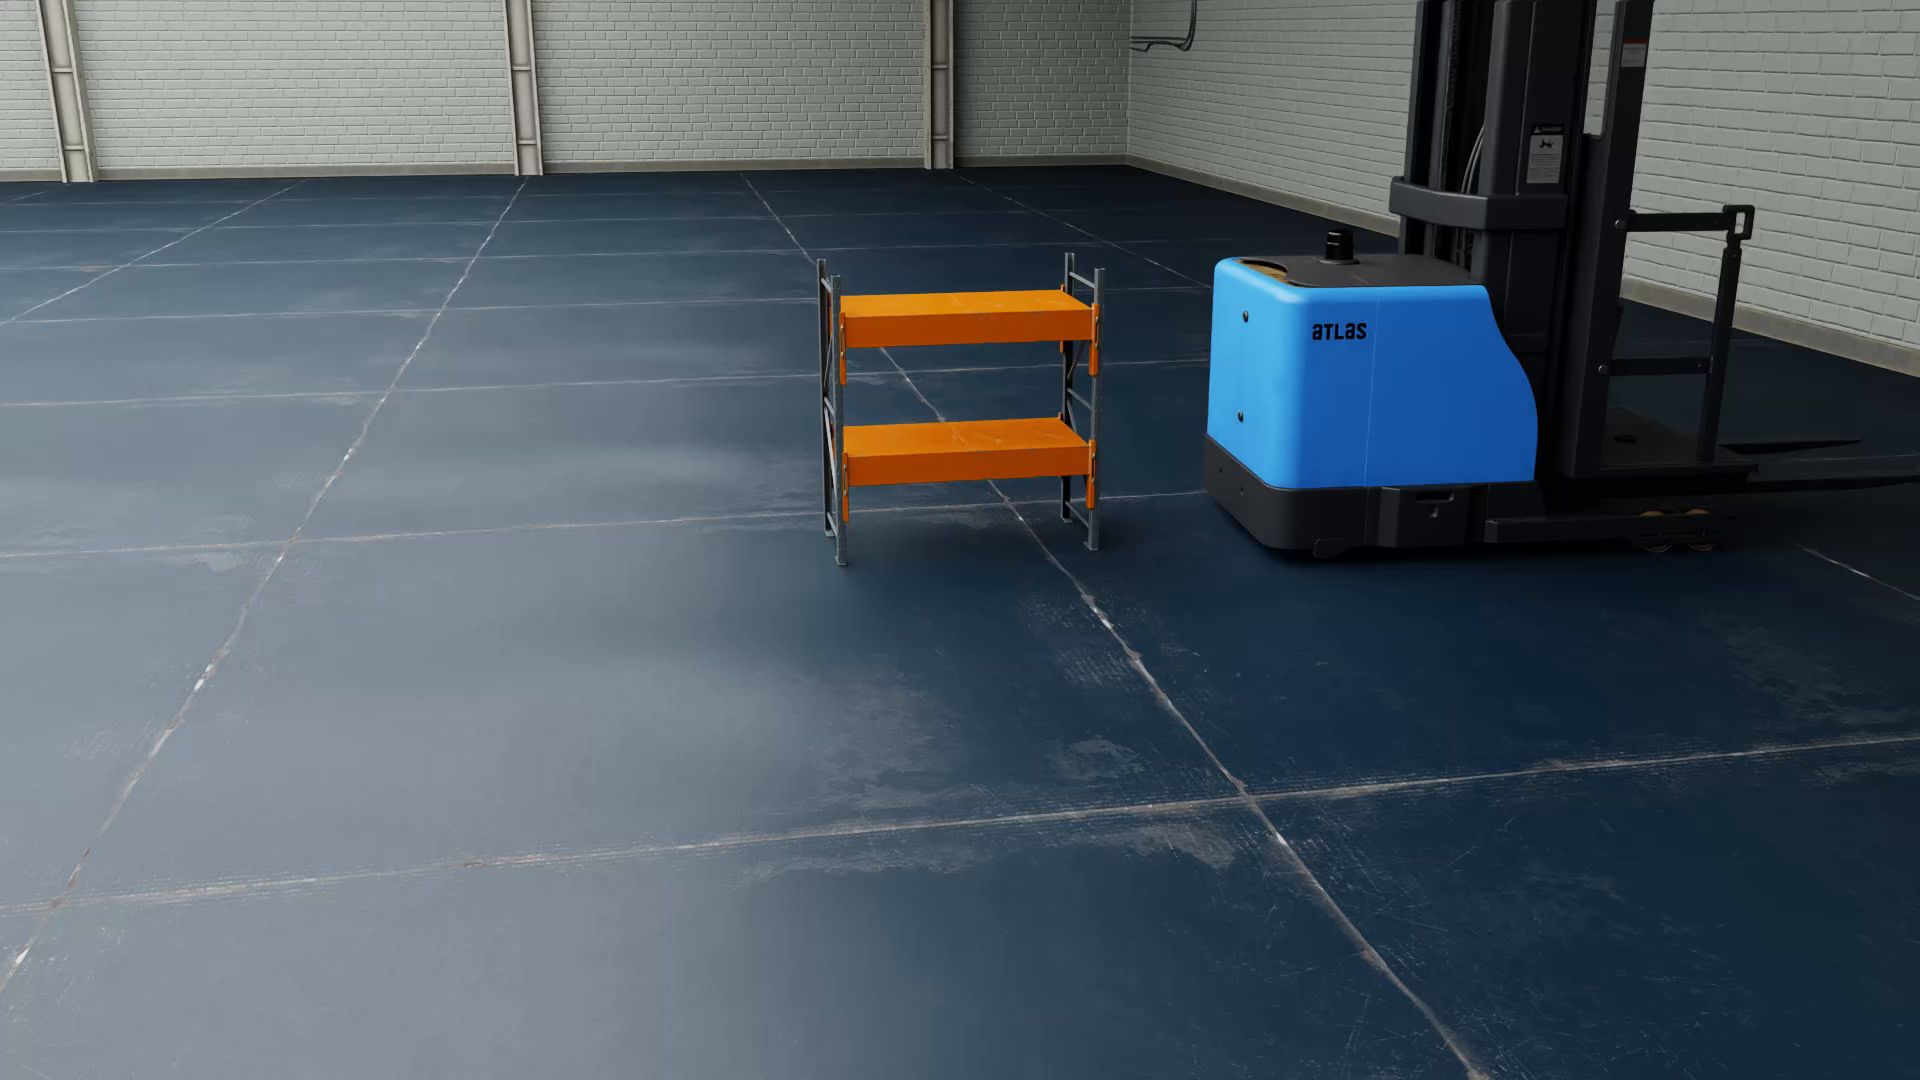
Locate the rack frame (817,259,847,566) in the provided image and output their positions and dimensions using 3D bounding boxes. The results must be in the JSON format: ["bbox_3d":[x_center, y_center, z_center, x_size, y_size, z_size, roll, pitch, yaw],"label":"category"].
[{"bbox_3d":[-0.506,-0.509,6.553,0.032,1.125,0.500,-3,17,-10],"label":"rack frame"}]

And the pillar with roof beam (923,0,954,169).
[{"bbox_3d":[0.499,-8.672,19.718,0.400,9.000,9.100,-3,17,-10],"label":"pillar with roof beam"}]

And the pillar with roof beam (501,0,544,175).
[{"bbox_3d":[-5.392,-8.337,18.630,0.400,9.000,9.100,-3,17,-10],"label":"pillar with roof beam"}]

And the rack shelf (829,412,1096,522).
[{"bbox_3d":[-0.007,-0.304,6.717,1.000,0.278,0.538,-3,17,-10],"label":"rack shelf"}]

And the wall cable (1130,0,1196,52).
[{"bbox_3d":[2.826,-8.211,23.507,0.112,2.526,3.097,-3,17,-10],"label":"wall cable"}]

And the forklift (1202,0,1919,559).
[{"bbox_3d":[2.625,-1.501,6.707,3.031,2.935,1.130,-2,17,-7],"label":"forklift"}]

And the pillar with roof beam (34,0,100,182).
[{"bbox_3d":[-11.283,-8.003,17.542,0.400,9.000,9.100,-3,17,-10],"label":"pillar with roof beam"}]

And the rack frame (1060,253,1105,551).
[{"bbox_3d":[0.492,-0.566,6.738,0.032,1.125,0.500,-3,17,-10],"label":"rack frame"}]

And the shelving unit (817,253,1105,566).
[{"bbox_3d":[-0.007,-0.537,6.645,1.048,1.125,0.538,-3,17,-10],"label":"shelving unit"}]

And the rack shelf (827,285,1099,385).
[{"bbox_3d":[-0.007,-0.817,6.559,1.000,0.278,0.538,-3,17,-10],"label":"rack shelf"}]
